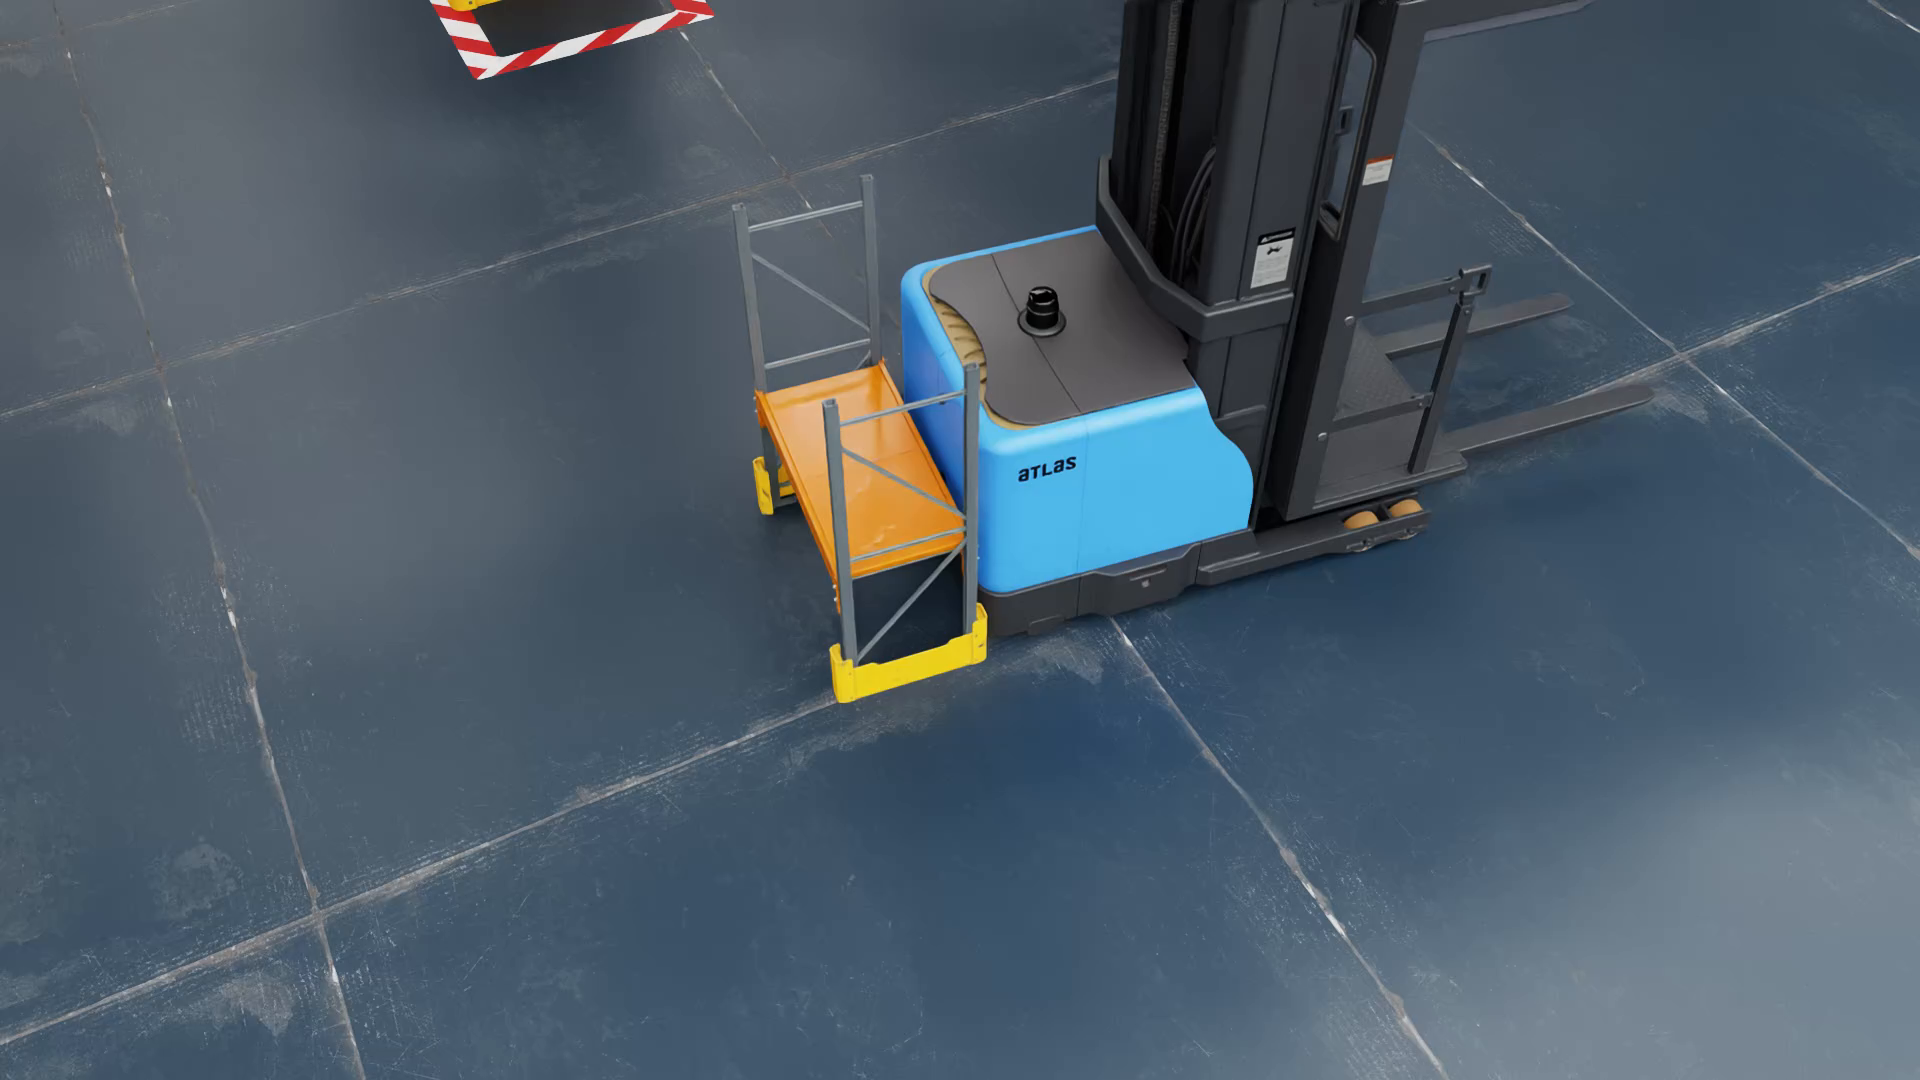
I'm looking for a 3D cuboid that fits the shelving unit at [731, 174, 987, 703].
[{"bbox_3d":[-0.361,-0.346,5.949,0.587,1.500,1.083,-16,51,-13],"label":"shelving unit"}]

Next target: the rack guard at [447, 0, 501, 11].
[{"bbox_3d":[-2.349,-3.390,9.275,1.175,0.500,0.348,-21,52,-18],"label":"rack guard"}]

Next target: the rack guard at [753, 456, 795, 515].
[{"bbox_3d":[-0.536,-0.286,6.726,0.587,0.250,0.087,-16,51,-13],"label":"rack guard"}]

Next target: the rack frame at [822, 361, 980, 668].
[{"bbox_3d":[-0.178,0.018,5.630,0.500,1.500,0.032,-16,51,-13],"label":"rack frame"}]

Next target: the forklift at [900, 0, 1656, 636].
[{"bbox_3d":[1.342,-1.281,5.816,3.031,2.935,1.130,-15,50,-13],"label":"forklift"}]

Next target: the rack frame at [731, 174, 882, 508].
[{"bbox_3d":[-0.537,-0.698,6.257,0.500,1.500,0.032,-16,51,-13],"label":"rack frame"}]

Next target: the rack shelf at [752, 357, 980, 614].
[{"bbox_3d":[-0.357,-0.221,6.079,0.538,0.185,1.000,-16,51,-13],"label":"rack shelf"}]

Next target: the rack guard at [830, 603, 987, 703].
[{"bbox_3d":[-0.185,0.416,6.113,0.587,0.250,0.087,-16,51,-13],"label":"rack guard"}]
